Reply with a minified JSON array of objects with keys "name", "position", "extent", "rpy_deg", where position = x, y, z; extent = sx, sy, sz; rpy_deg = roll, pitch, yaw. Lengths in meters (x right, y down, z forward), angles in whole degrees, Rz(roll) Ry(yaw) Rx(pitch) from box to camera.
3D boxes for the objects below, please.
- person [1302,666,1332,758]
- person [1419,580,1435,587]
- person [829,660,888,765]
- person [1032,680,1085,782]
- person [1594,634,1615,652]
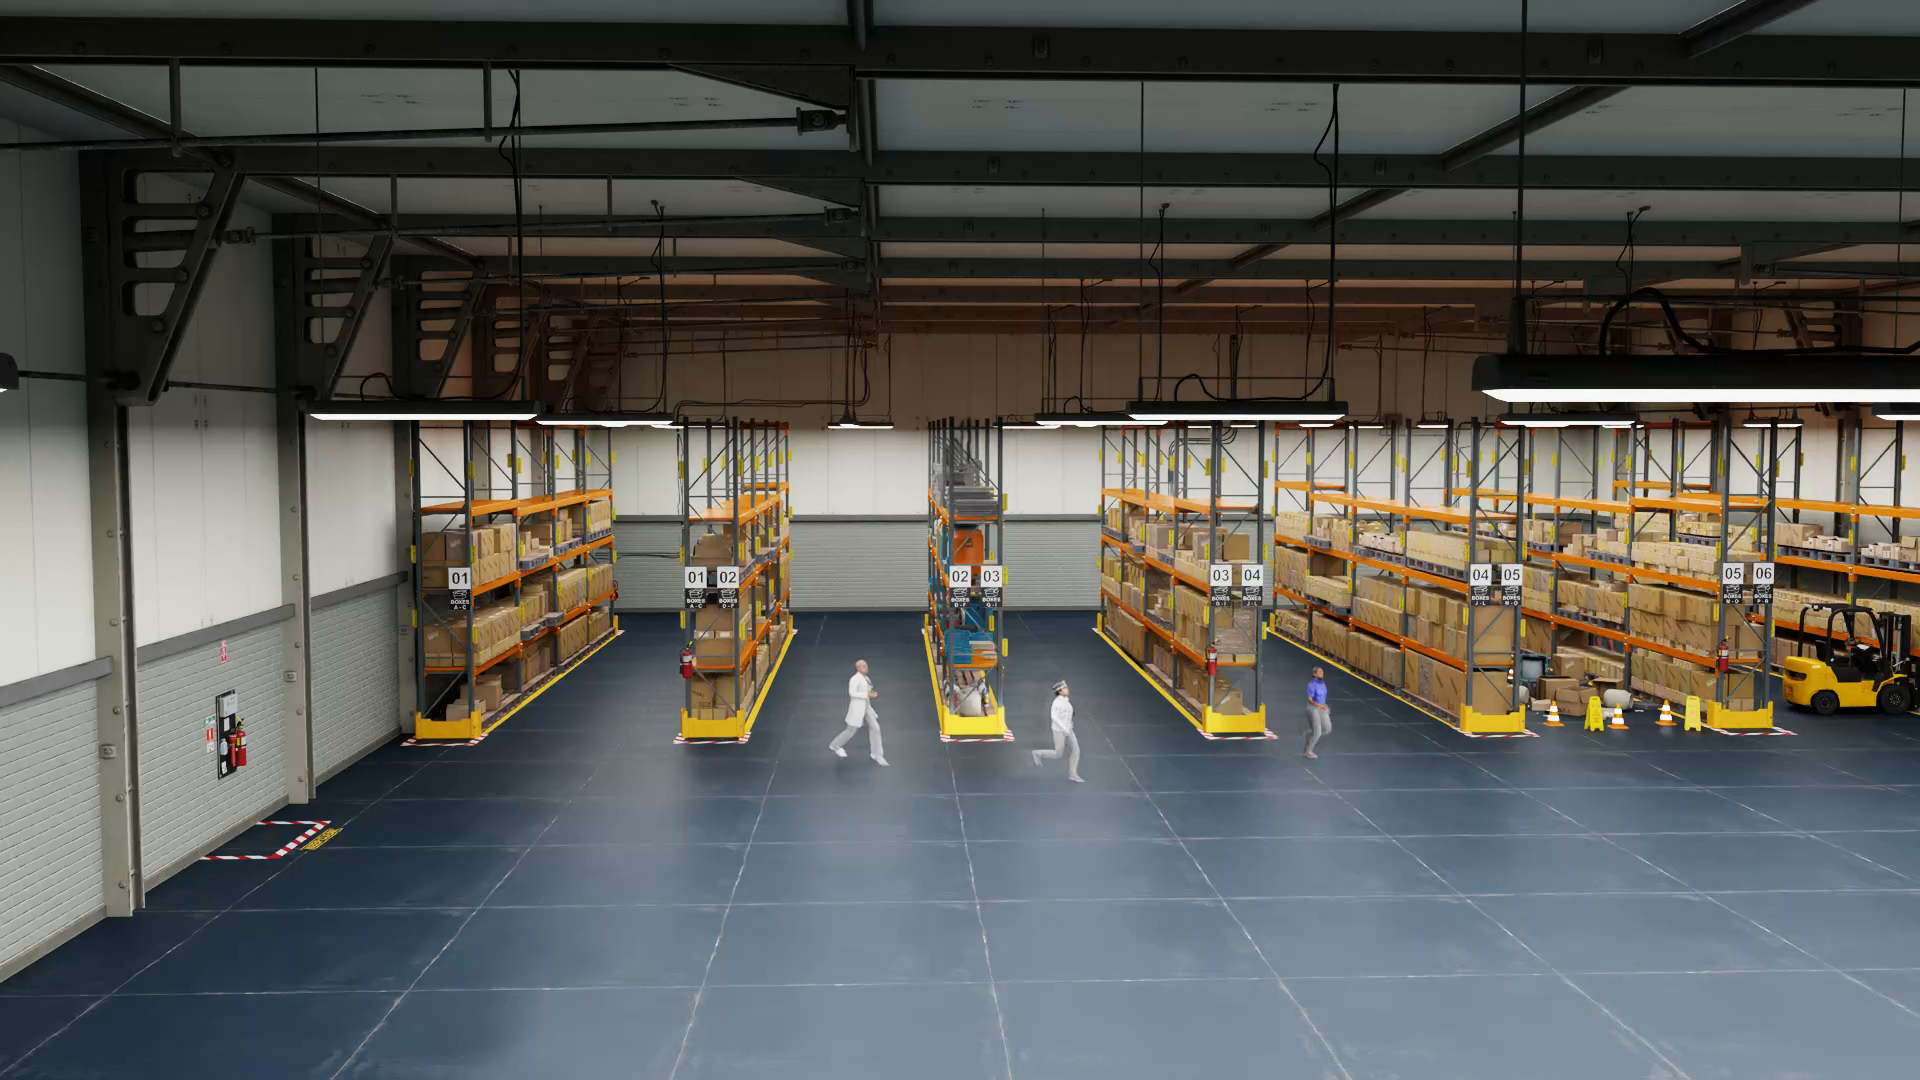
[{"name":"person","position":[6.293,3.019,29.231],"extent":[0.619,1.616,0.598],"rpy_deg":[4,5,44]},{"name":"person","position":[13.821,1.718,49.271],"extent":[0.769,1.636,0.607],"rpy_deg":[-1,4,-10]},{"name":"person","position":[-1.773,2.979,28.654],"extent":[1.075,1.834,0.669],"rpy_deg":[2,4,29]},{"name":"person","position":[1.639,3.131,27.336],"extent":[0.893,1.678,0.607],"rpy_deg":[2,4,27]},{"name":"person","position":[16.264,2.145,41.885],"extent":[0.562,1.714,0.728],"rpy_deg":[0,4,-7]}]
